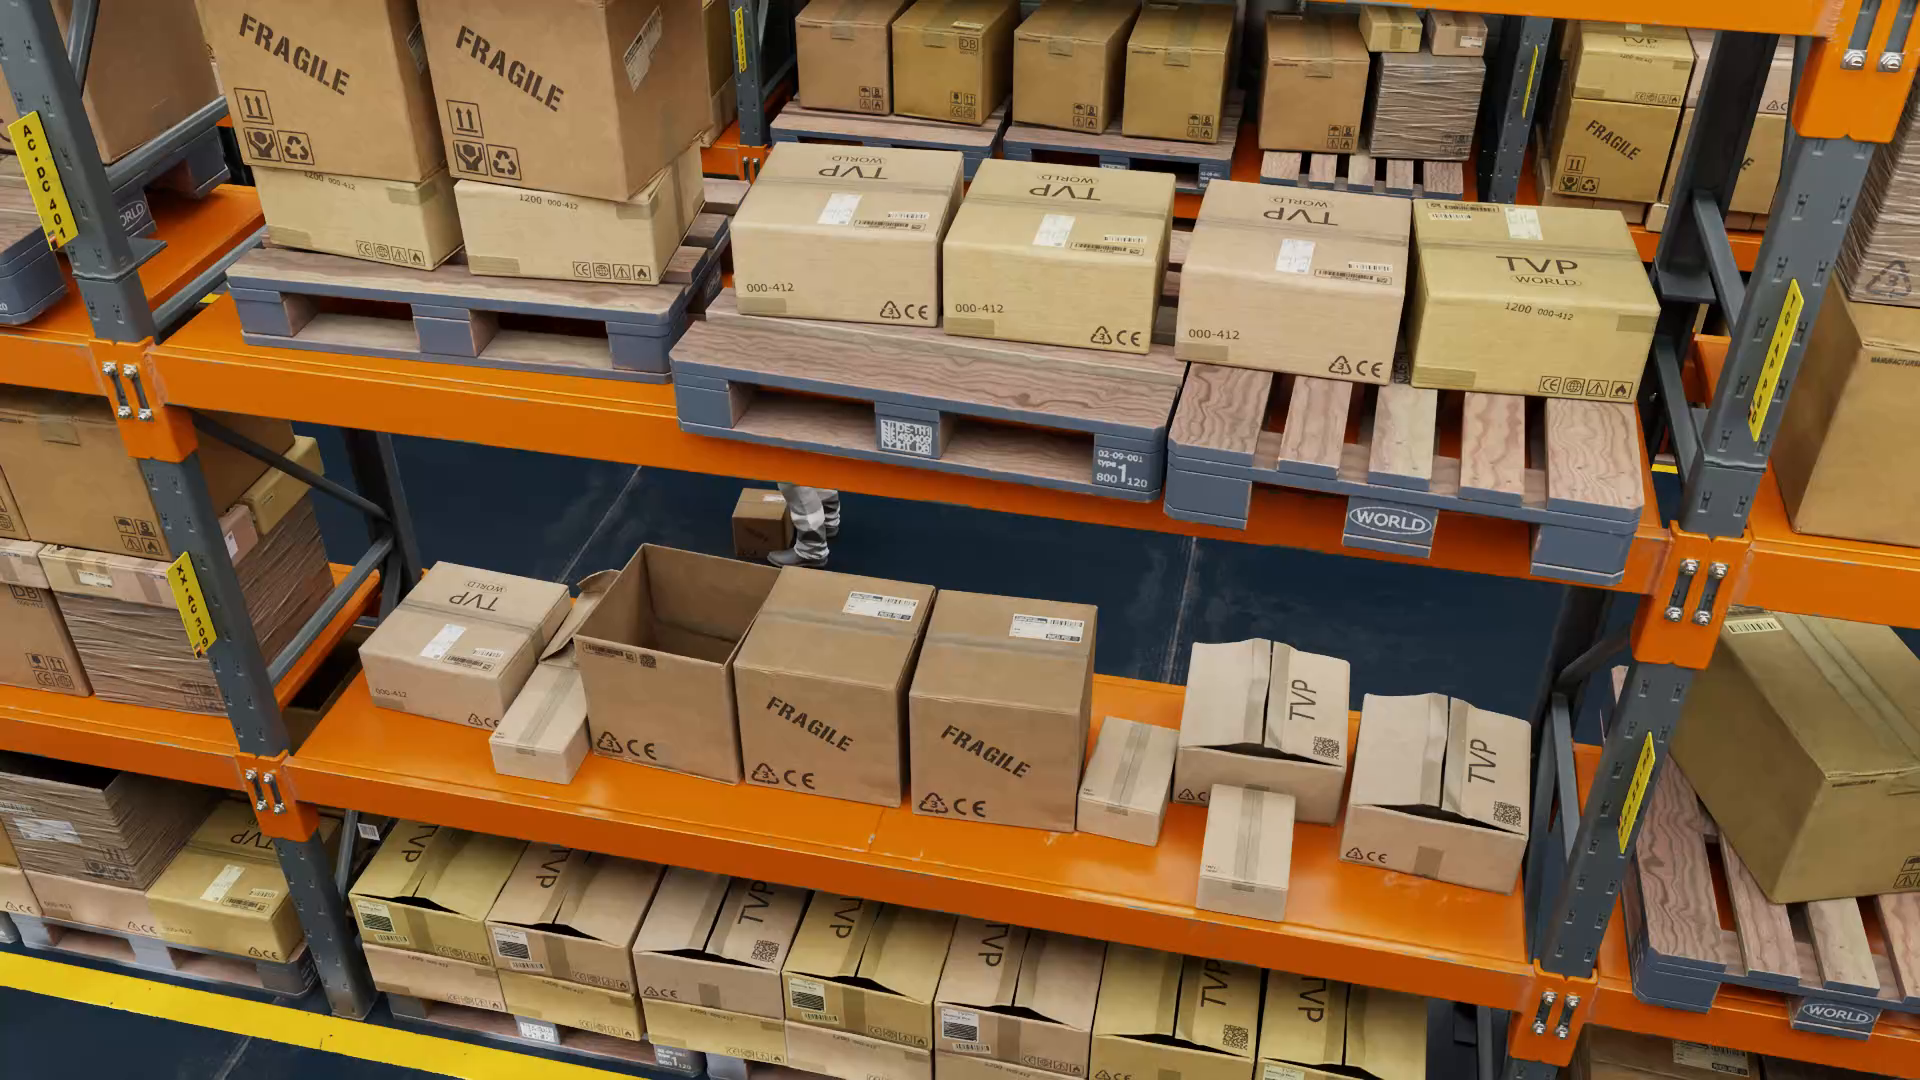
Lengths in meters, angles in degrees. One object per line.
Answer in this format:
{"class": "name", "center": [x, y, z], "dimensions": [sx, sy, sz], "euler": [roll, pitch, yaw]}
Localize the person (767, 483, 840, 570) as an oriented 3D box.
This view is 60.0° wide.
{"class": "person", "center": [-0.769, -0.656, 7.848], "dimensions": [0.453, 1.778, 0.617], "euler": [5, 37, 7]}
